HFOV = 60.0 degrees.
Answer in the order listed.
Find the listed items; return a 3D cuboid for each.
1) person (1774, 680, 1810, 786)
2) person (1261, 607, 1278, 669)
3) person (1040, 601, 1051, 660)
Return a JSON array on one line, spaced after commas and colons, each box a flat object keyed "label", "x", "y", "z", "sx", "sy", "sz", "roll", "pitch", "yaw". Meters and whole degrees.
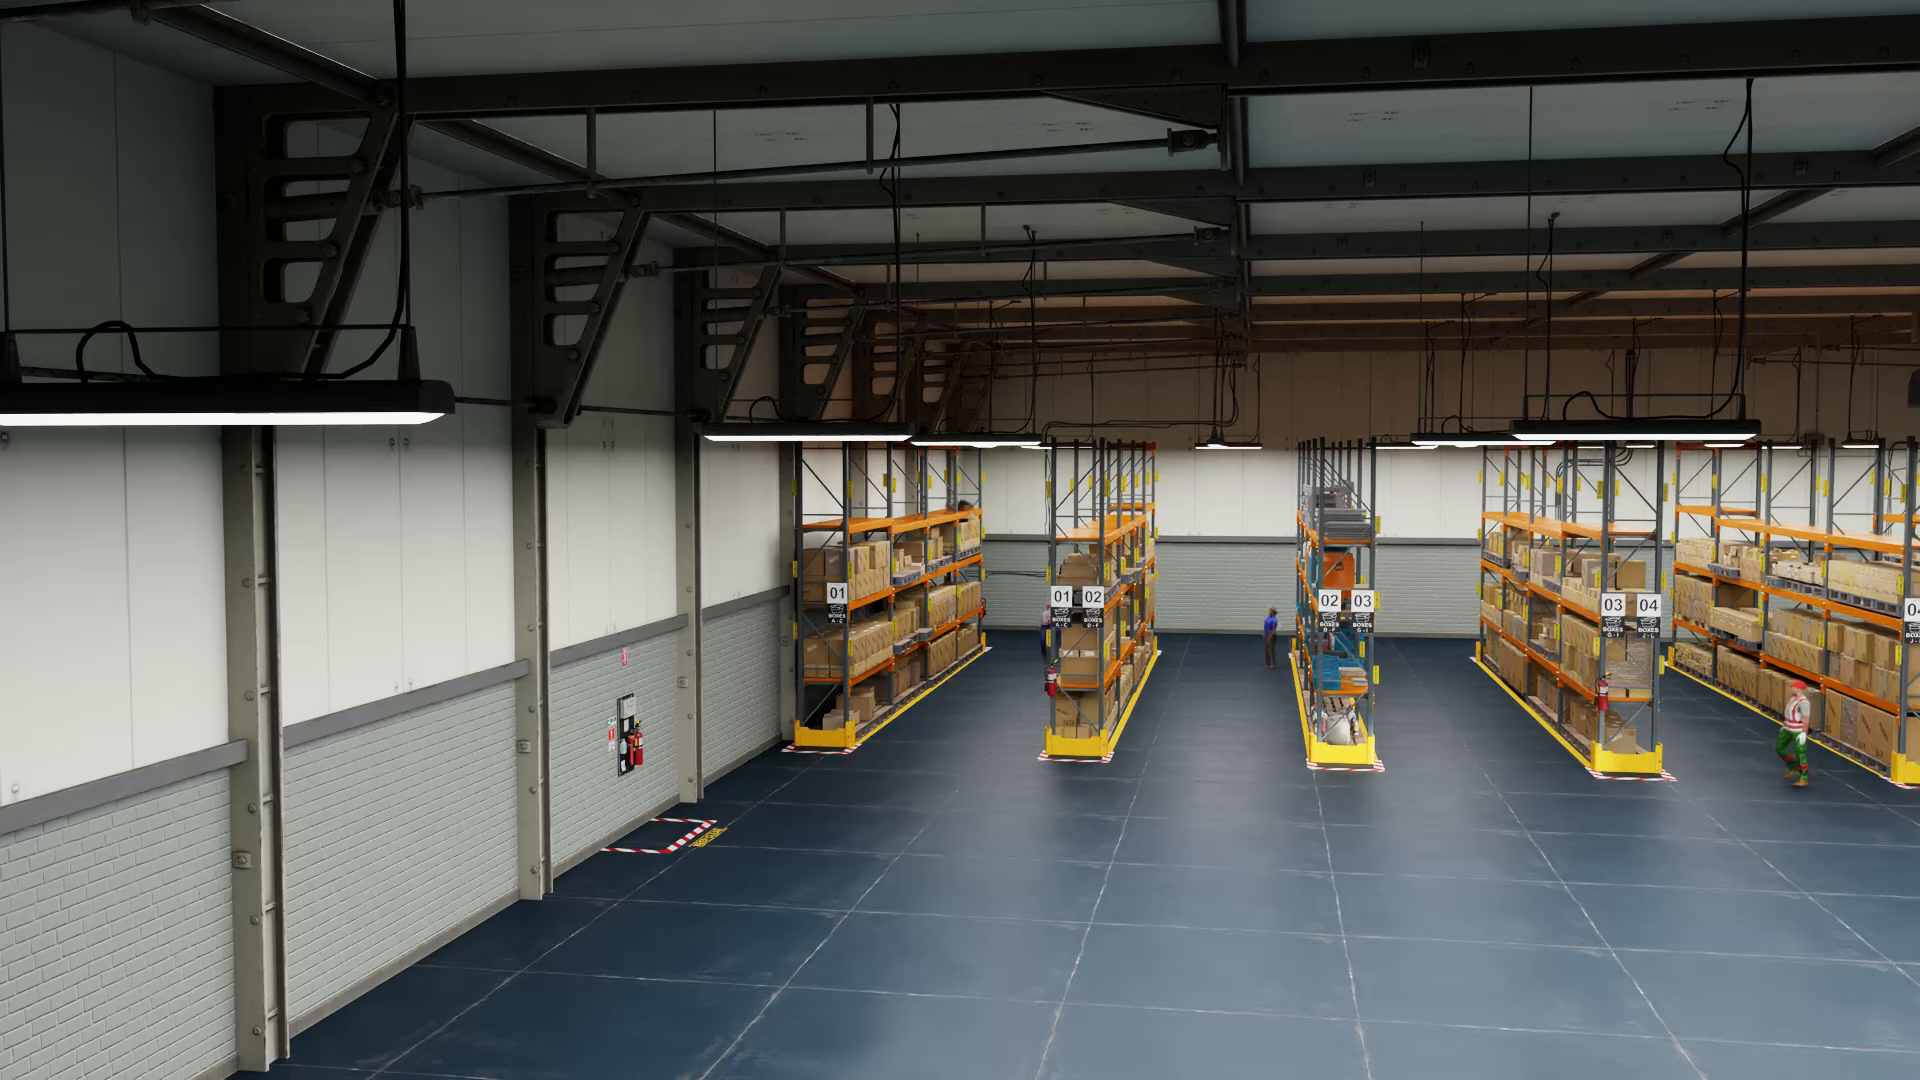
[{"label": "person", "x": 14.383, "y": 3.296, "z": 28.620, "sx": 0.422, "sy": 1.789, "sz": 0.653, "roll": -1, "pitch": 3, "yaw": -14}, {"label": "person", "x": 8.168, "y": 2.593, "z": 44.054, "sx": 0.408, "sy": 1.678, "sz": 0.592, "roll": -2, "pitch": 3, "yaw": -27}, {"label": "person", "x": 2.506, "y": 2.508, "z": 46.171, "sx": 0.542, "sy": 1.657, "sz": 0.724, "roll": 1, "pitch": 3, "yaw": 15}]
